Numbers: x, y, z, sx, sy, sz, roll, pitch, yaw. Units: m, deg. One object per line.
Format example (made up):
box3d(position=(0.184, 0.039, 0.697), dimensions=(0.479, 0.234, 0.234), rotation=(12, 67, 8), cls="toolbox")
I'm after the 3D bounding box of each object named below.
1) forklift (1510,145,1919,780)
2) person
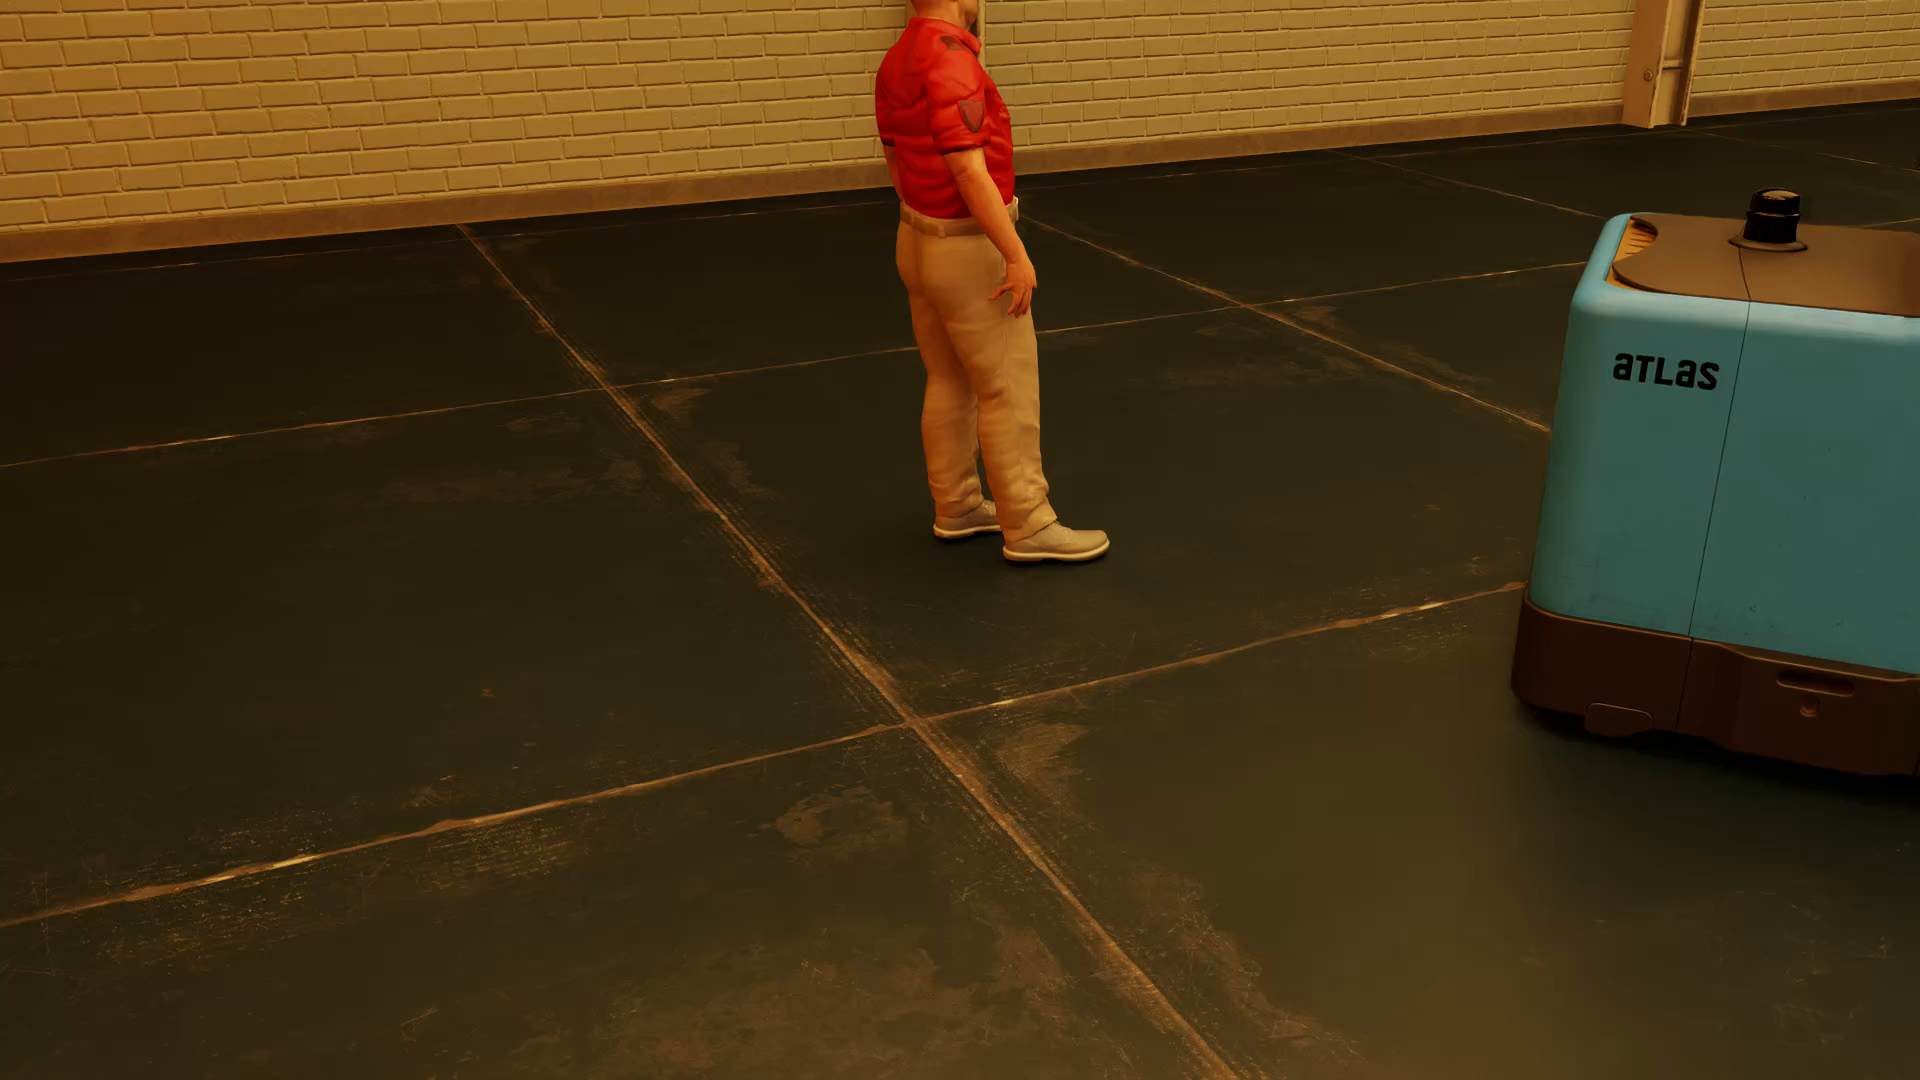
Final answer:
box3d(position=(2.903, -0.845, 3.321), dimensions=(3.031, 2.935, 1.130), rotation=(10, 24, 22), cls="forklift")
box3d(position=(0.086, -0.816, 4.798), dimensions=(0.550, 1.727, 0.642), rotation=(-10, 25, -23), cls="person")
